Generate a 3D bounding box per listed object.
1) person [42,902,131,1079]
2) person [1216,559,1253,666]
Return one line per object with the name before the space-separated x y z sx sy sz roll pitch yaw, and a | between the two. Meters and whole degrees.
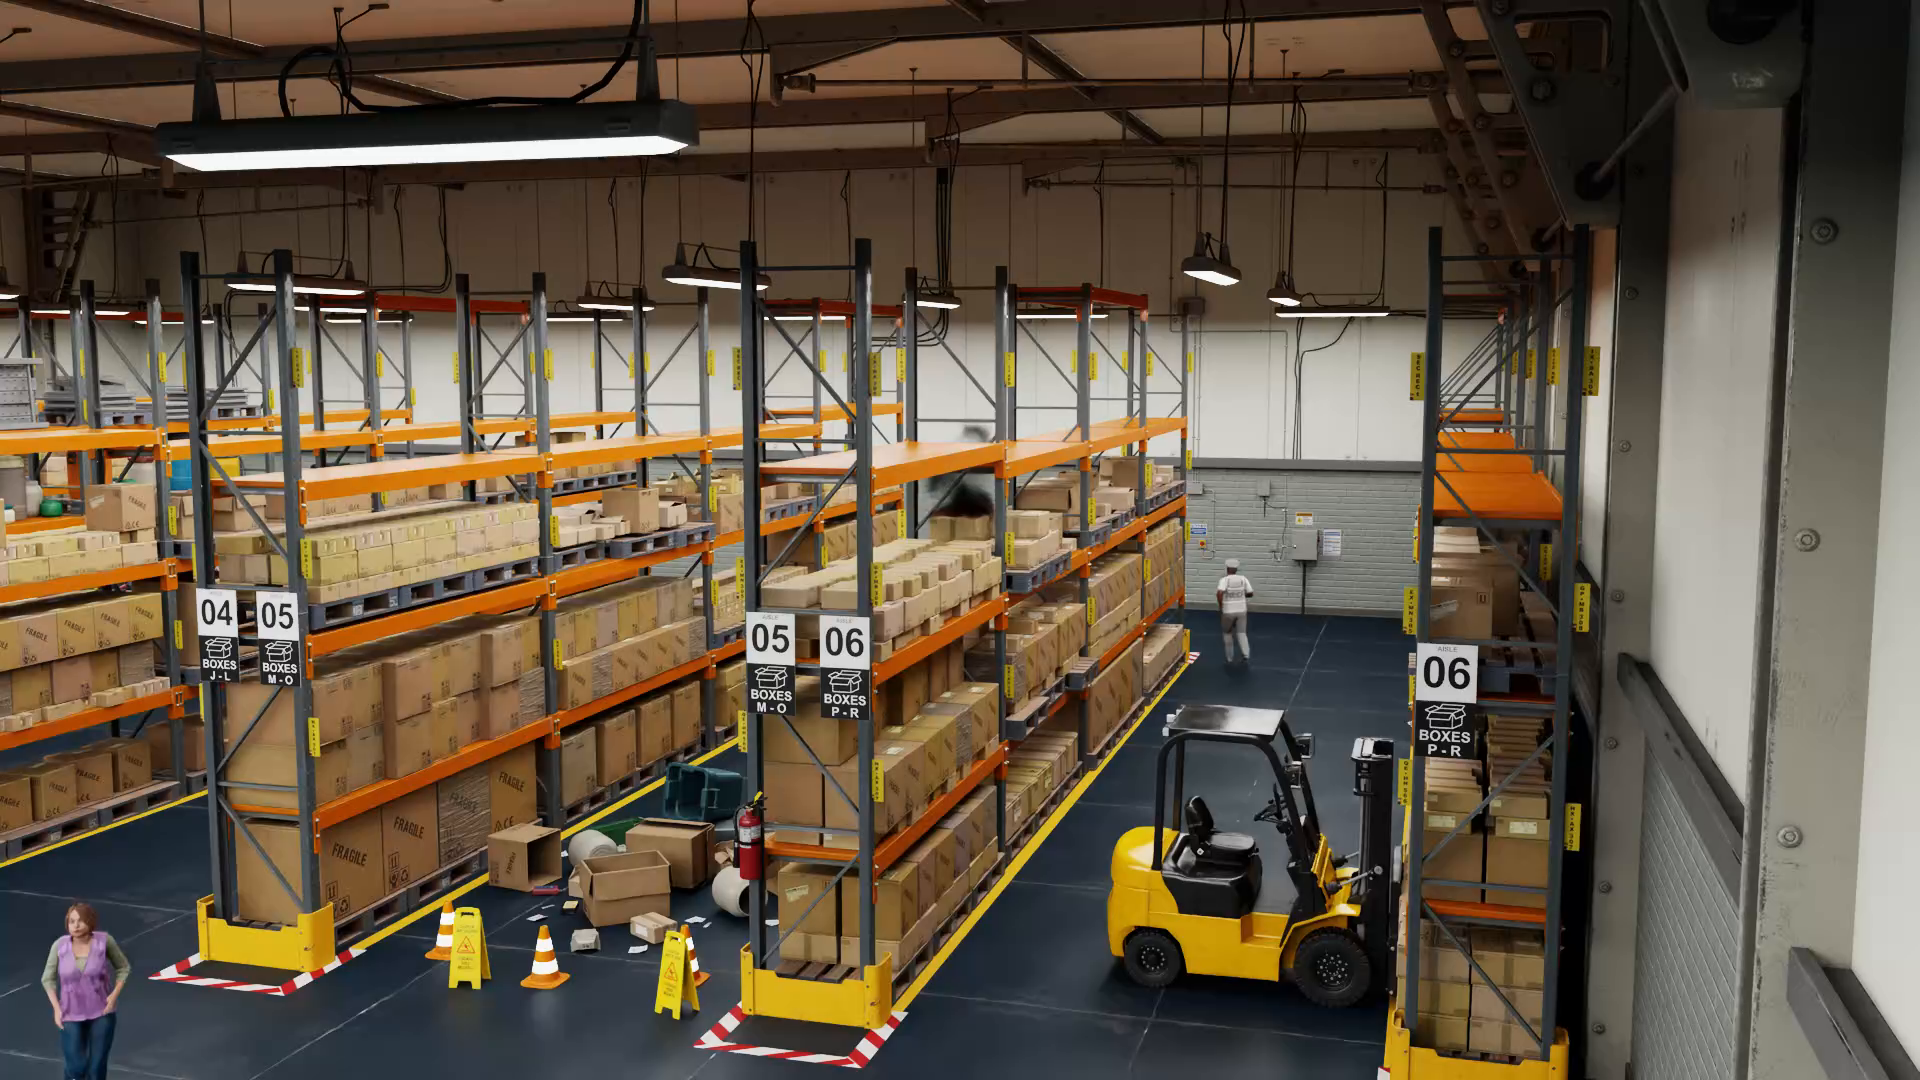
person | -5.814 3.167 11.101 0.532 1.572 0.586 -3 7 -26
person | 4.512 1.219 27.446 0.663 1.809 0.873 -1 6 -5
